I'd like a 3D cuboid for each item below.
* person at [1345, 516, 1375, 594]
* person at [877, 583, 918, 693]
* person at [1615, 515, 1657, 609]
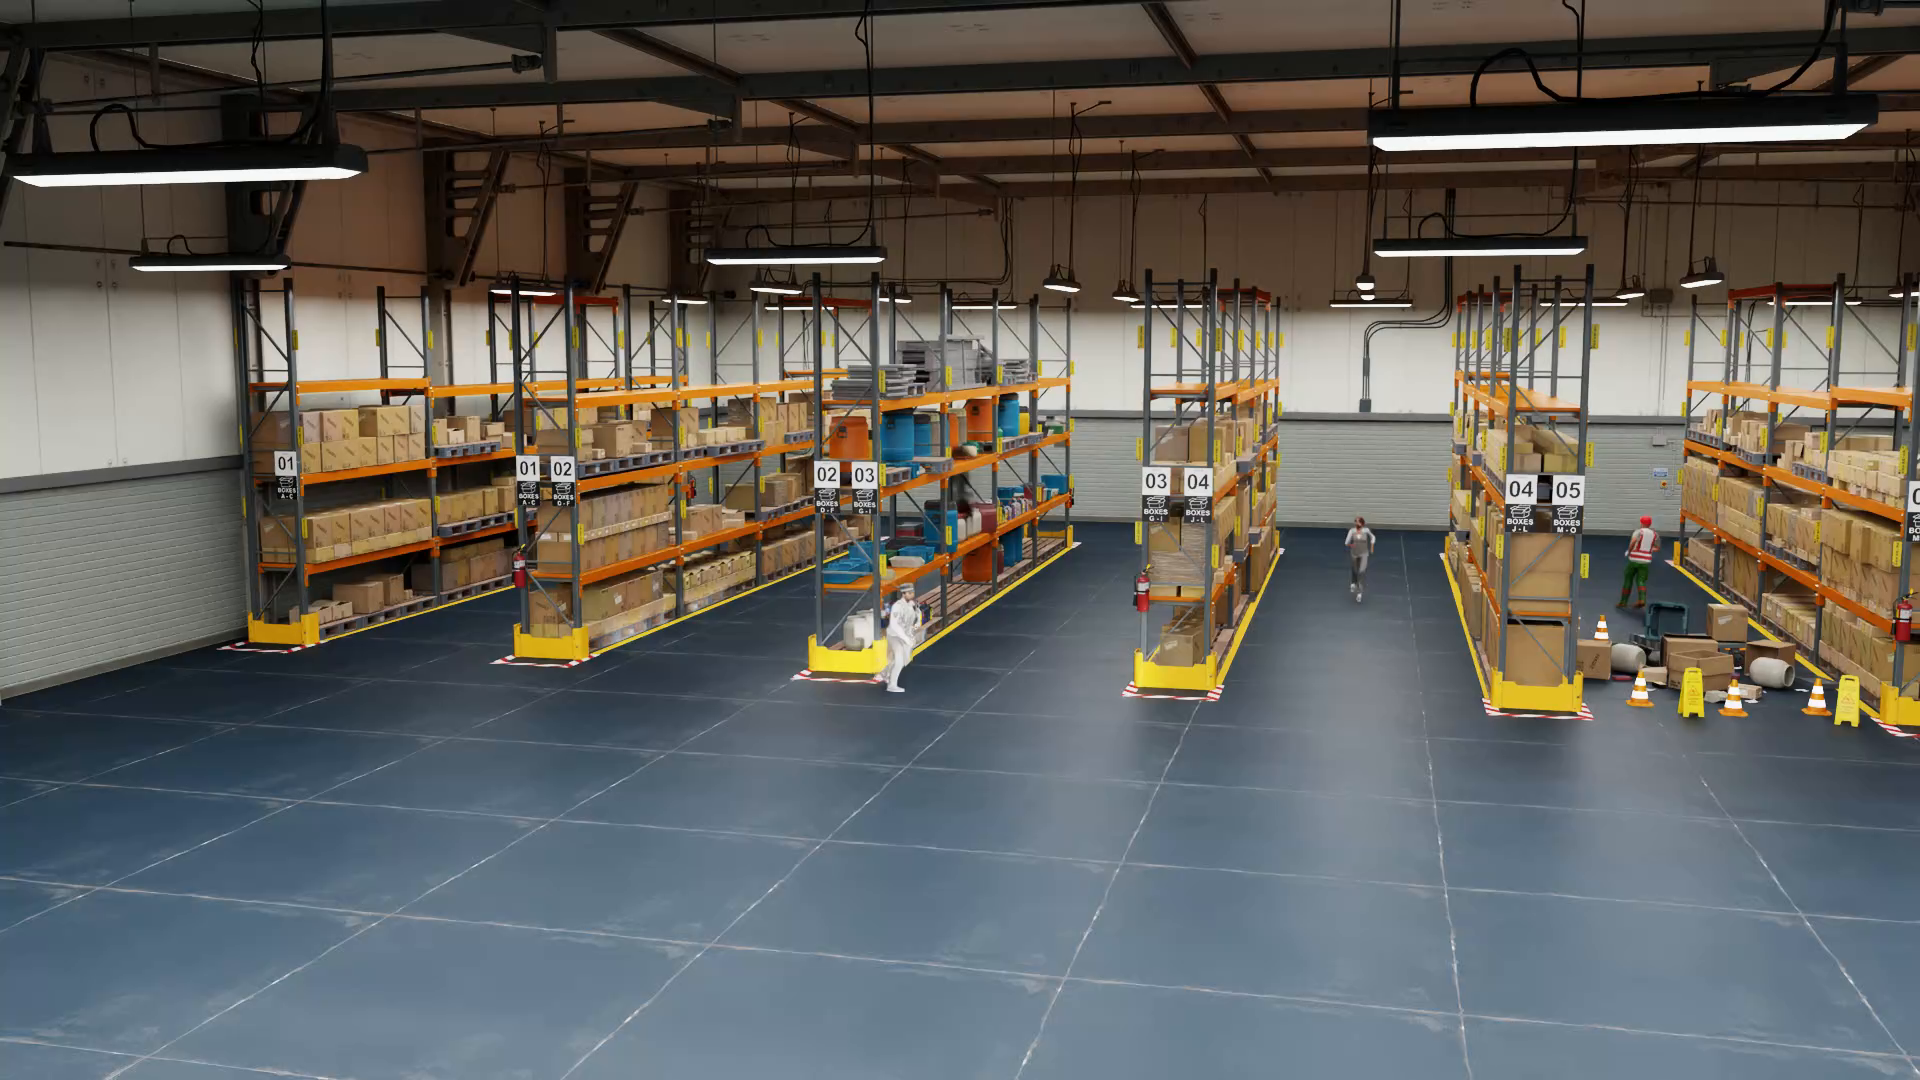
[{"bbox_3d":[7.780,0.268,32.361,0.556,1.486,0.828,2,7,17],"label":"person"},{"bbox_3d":[-0.905,1.374,23.698,0.723,1.604,0.586,4,8,30],"label":"person"},{"bbox_3d":[12.631,0.430,30.866,0.534,1.781,0.933,0,7,0],"label":"person"}]
